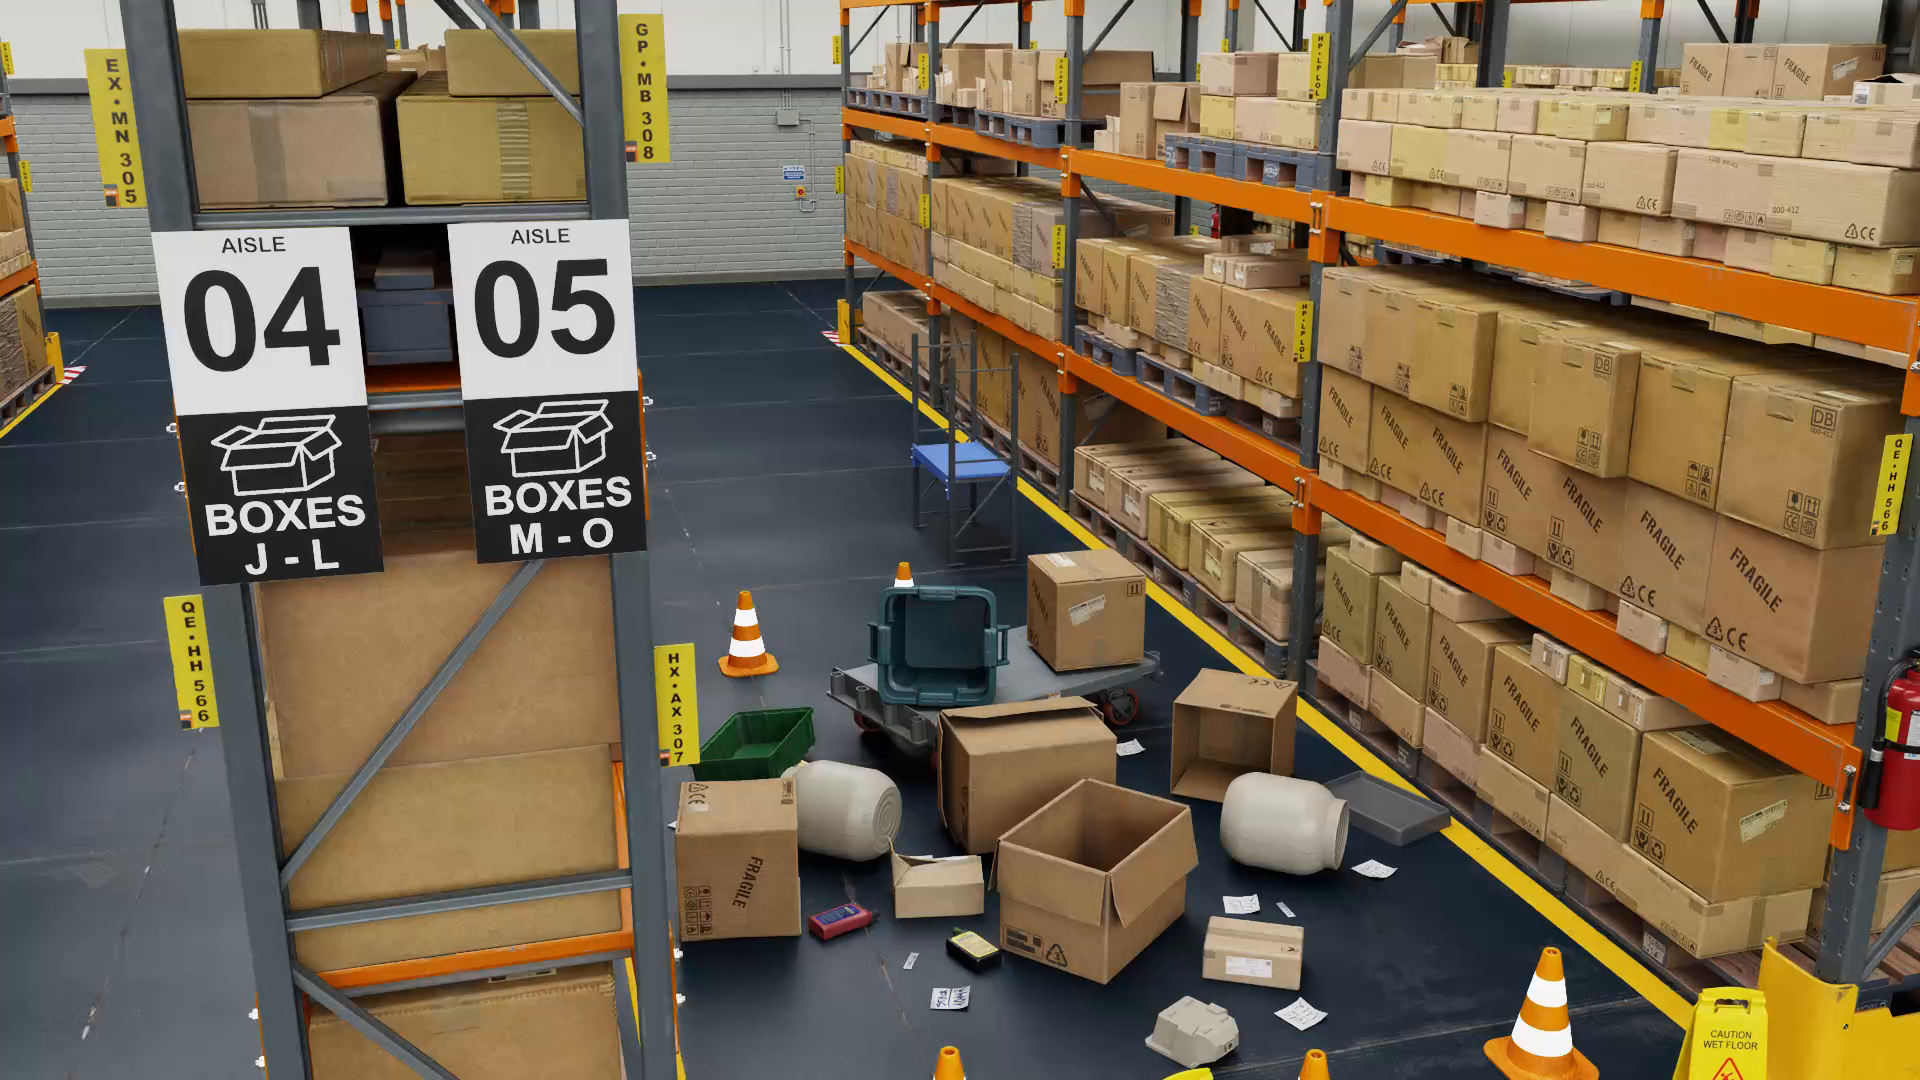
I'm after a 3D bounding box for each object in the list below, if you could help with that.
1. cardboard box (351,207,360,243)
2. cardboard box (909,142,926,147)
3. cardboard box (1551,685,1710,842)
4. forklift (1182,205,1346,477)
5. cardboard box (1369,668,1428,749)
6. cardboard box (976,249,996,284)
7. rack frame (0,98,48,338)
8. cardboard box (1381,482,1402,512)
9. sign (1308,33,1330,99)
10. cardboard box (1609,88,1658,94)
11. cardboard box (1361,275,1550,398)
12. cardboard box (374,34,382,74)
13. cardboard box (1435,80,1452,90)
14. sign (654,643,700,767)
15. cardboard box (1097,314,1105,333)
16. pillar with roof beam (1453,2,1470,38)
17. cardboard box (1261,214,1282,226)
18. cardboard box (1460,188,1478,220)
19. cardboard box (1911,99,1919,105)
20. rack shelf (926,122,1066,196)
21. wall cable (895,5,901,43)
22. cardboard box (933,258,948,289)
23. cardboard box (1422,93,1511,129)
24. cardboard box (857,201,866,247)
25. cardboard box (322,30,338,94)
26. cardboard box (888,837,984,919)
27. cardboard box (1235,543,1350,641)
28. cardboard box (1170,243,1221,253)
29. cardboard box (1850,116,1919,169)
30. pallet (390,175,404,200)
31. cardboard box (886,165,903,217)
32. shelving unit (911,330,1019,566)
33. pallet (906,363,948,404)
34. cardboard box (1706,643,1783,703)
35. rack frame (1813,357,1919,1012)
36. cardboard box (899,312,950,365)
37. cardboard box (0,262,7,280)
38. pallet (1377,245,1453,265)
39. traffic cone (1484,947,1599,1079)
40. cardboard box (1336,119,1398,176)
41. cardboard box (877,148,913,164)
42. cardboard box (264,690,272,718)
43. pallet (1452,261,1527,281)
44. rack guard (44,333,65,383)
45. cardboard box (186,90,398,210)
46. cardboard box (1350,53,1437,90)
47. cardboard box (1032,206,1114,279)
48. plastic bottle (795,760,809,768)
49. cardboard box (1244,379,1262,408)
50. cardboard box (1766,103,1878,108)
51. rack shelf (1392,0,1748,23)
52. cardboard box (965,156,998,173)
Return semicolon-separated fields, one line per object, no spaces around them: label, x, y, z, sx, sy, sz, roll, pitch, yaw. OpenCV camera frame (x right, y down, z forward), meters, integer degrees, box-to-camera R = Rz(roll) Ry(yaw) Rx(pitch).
cardboard box;-1.807;-0.858;4.412;0.380;0.149;0.250;-4;17;-14
cardboard box;-0.380;-4.552;19.354;0.380;0.149;0.250;-5;17;-16
cardboard box;2.864;0.906;6.969;0.500;0.500;0.500;-4;17;-13
forklift;2.890;-2.059;14.212;1.130;2.935;3.031;-5;18;-17
cardboard box;2.442;0.835;8.508;0.500;0.250;0.500;-4;17;-12
cardboard box;0.458;-2.425;14.704;0.500;0.250;0.500;-5;17;-17
rack frame;-10.444;-3.148;17.718;1.000;3.000;0.127;-5;17;-15
cardboard box;2.382;-0.243;8.482;0.380;0.149;0.250;-5;17;-16
sign;1.849;-2.440;8.564;0.100;0.325;0.005;-5;17;-15
cardboard box;5.725;-3.747;14.065;0.380;0.149;0.250;-4;17;-14
cardboard box;2.414;-1.000;8.137;0.700;0.500;0.500;-5;17;-15
cardboard box;-2.436;-1.872;6.403;0.380;0.149;0.250;-5;17;-16
cardboard box;4.844;-4.456;16.393;0.380;0.149;0.250;-4;17;-14
sign;-0.715;0.419;4.202;0.100;0.325;0.005;-5;17;-15
cardboard box;1.239;-1.614;12.318;0.380;0.149;0.250;-6;18;-19
pillar with roof beam;1.491;-6.015;16.835;9.100;9.000;0.400;-5;17;-15
cardboard box;4.003;-3.969;20.196;0.500;0.250;0.500;-5;17;-16
cardboard box;2.518;-1.539;7.584;0.380;0.149;0.250;-5;18;-17
cardboard box;6.559;-2.851;11.049;0.380;0.149;0.250;-5;17;-15
rack shelf;0.733;-3.364;14.473;1.077;0.370;4.000;-5;17;-15
wall cable;-2.026;-8.415;24.823;2.355;3.000;0.029;-5;17;-15
cardboard box;0.051;-2.611;16.190;0.500;0.250;0.500;-5;17;-17
cardboard box;2.365;-1.979;7.664;0.380;0.149;0.250;-5;17;-16
cardboard box;-0.894;-3.686;19.336;0.500;0.500;0.500;-5;17;-16
cardboard box;-1.736;-1.169;4.063;0.380;0.149;0.250;-5;17;-15
cardboard box;-0.106;1.446;7.176;0.396;0.266;0.258;-2;17;-6
cardboard box;2.236;0.300;10.076;0.950;0.372;0.625;-4;17;-15
cardboard box;1.828;-1.864;12.023;0.500;0.500;0.500;-5;17;-16
cardboard box;3.105;-1.274;5.317;0.380;0.149;0.250;-5;17;-15
pallet;-2.135;-1.360;6.705;1.003;0.211;1.213;-5;17;-15
cardboard box;-0.492;-3.742;17.782;0.500;0.500;0.500;-4;17;-15
shelving unit;0.023;-0.695;12.158;0.538;1.500;1.048;-5;17;-15
pallet;0.050;-1.706;17.765;1.003;0.211;1.213;-5;17;-15
cardboard box;2.997;0.467;6.121;0.380;0.149;0.250;-5;17;-16
rack frame;3.485;0.494;5.594;0.949;2.616;0.053;-5;17;-15
cardboard box;-0.132;-2.229;18.382;0.875;0.438;0.875;-5;17;-17
cardboard box;-9.748;-2.673;16.573;0.380;0.149;0.250;-5;17;-16
pallet;5.070;-2.897;17.216;1.003;0.211;1.213;-5;17;-15
traffic cone;2.123;1.692;6.014;0.336;0.463;0.334;-5;17;-15
cardboard box;2.240;-1.976;8.346;0.500;0.250;0.500;-5;17;-16
cardboard box;-0.699;-4.217;18.236;0.380;0.149;0.250;-5;17;-17
cardboard box;-1.568;0.592;5.006;0.875;0.550;0.550;-5;17;-15
pallet;5.515;-2.558;16.087;1.003;0.211;1.213;-5;17;-15
rack guard;-10.451;-1.958;18.100;1.175;0.500;0.348;-5;17;-15
cardboard box;-1.653;-0.956;4.047;0.500;0.250;0.500;-4;17;-15
cardboard box;2.460;-2.748;9.834;0.500;0.250;0.500;-5;17;-16
cardboard box;0.889;-2.368;13.209;0.500;0.500;0.500;-5;17;-17
plastic bottle;-0.823;1.171;8.446;0.283;0.061;0.133;16;23;42
cardboard box;1.920;-0.888;9.901;0.380;0.149;0.250;-5;17;-17
cardboard box;3.328;-1.597;6.392;0.380;0.149;0.250;-5;17;-16
rack shelf;5.505;-5.002;15.409;1.077;0.370;4.000;-5;17;-15
cardboard box;0.260;-3.840;16.982;0.380;0.149;0.250;-4;17;-14
